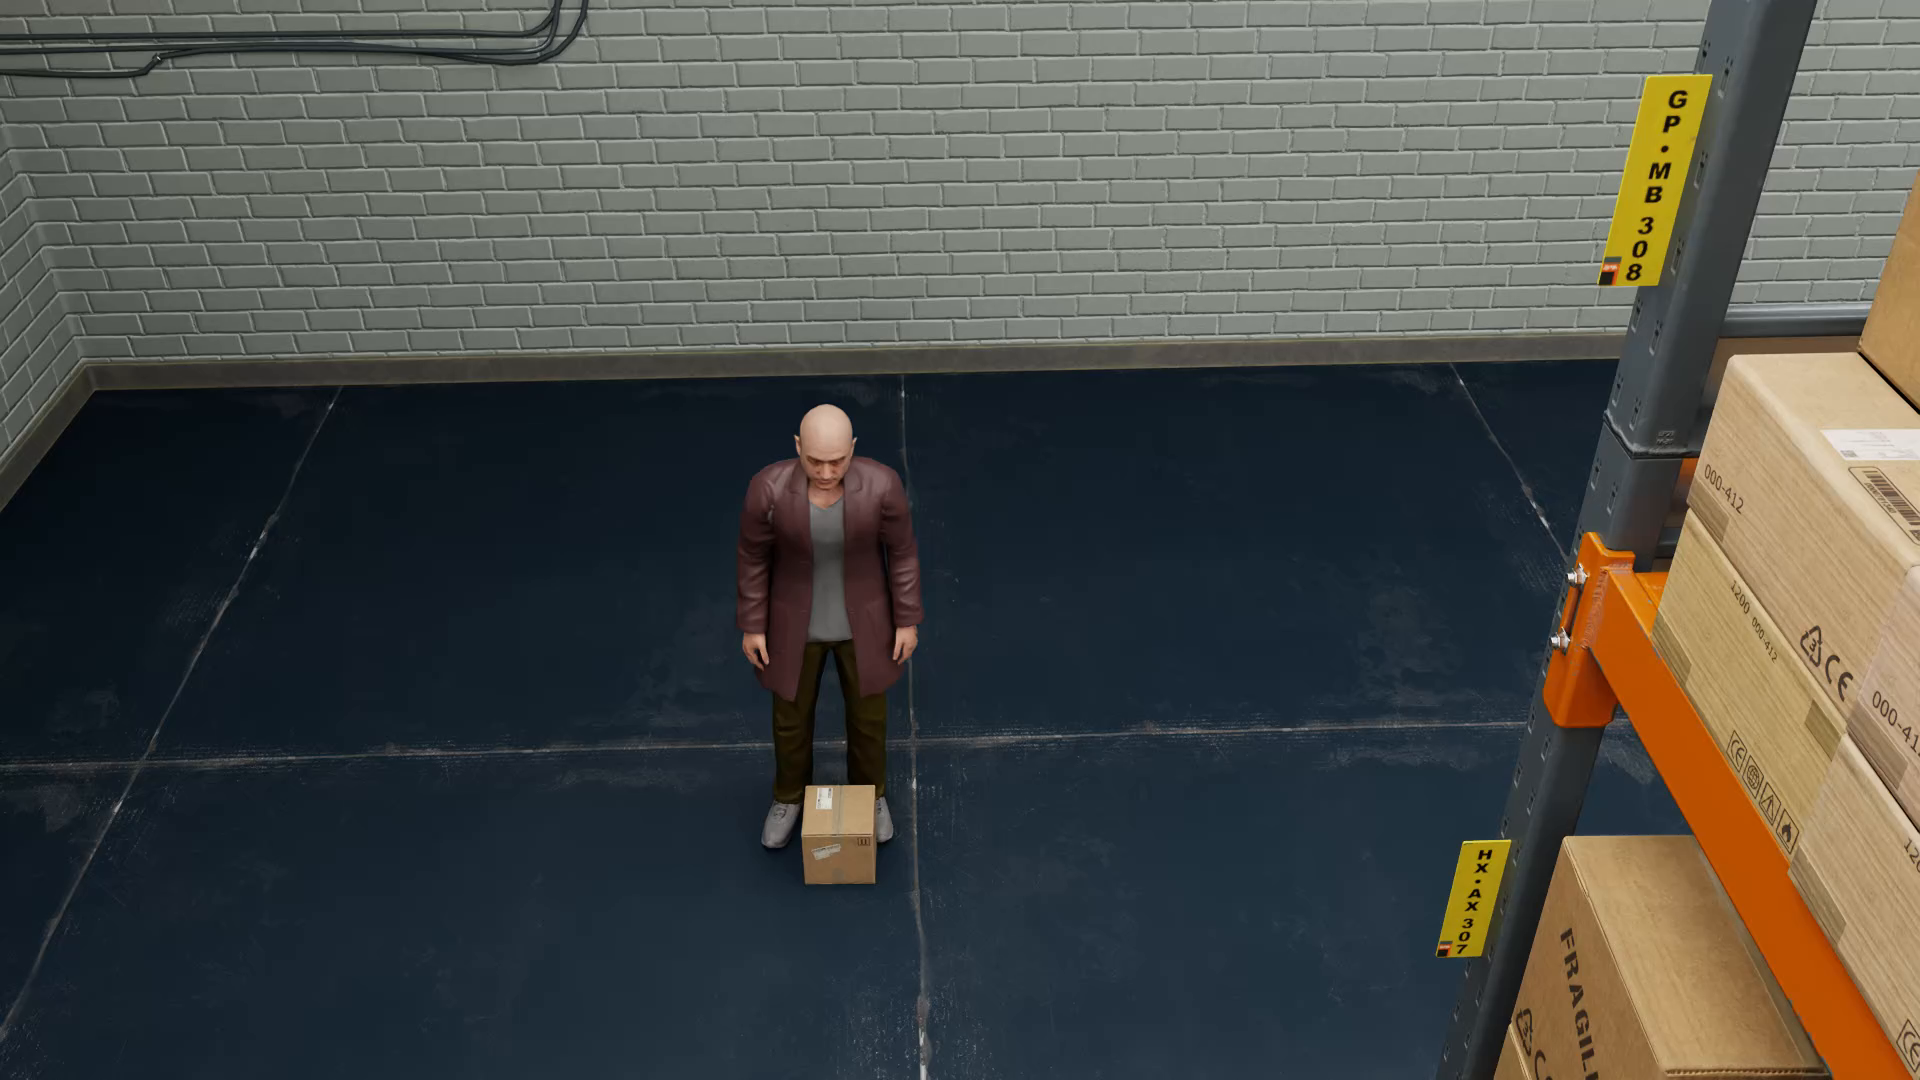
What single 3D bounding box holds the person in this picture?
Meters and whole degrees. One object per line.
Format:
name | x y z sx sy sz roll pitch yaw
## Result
person | -0.447 0.292 5.738 0.651 1.773 0.417 -2 35 -3
